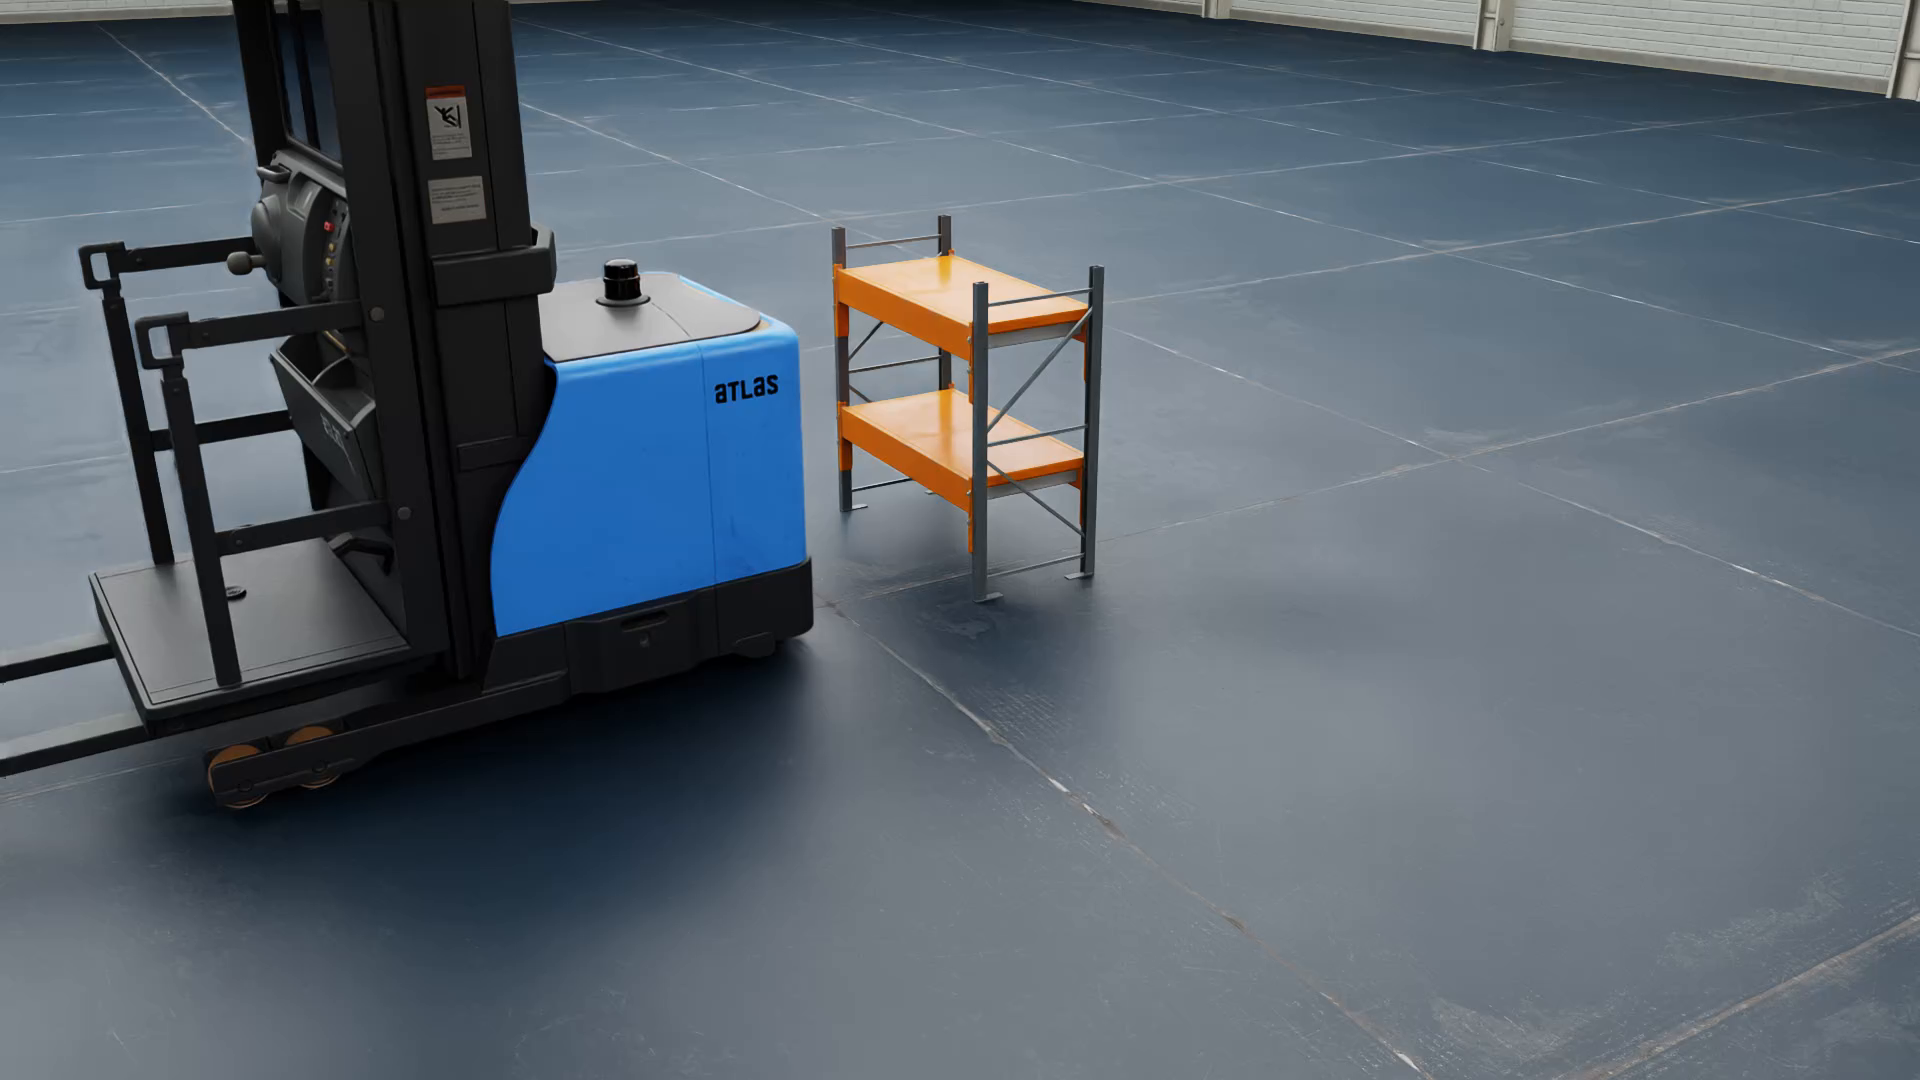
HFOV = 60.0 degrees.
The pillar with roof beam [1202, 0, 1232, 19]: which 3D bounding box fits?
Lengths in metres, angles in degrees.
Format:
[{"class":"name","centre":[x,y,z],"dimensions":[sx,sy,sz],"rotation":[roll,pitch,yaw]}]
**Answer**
[{"class":"pillar with roof beam","centre":[0.574,-12.054,24.018],"dimensions":[9.100,9.000,0.400],"rotation":[-13,25,-28]}]

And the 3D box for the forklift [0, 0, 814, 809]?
[{"class":"forklift","centre":[-1.992,-0.856,4.524],"dimensions":[3.031,2.935,1.130],"rotation":[-14,26,-30]}]

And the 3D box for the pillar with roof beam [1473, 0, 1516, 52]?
[{"class":"pillar with roof beam","centre":[3.639,-10.112,19.239],"dimensions":[9.100,9.000,0.400],"rotation":[-13,25,-28]}]

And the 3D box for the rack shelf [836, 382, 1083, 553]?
[{"class":"rack shelf","centre":[0.003,-0.292,6.186],"dimensions":[0.538,0.278,1.000],"rotation":[-13,25,-28]}]

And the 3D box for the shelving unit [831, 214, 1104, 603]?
[{"class":"shelving unit","centre":[0.003,-0.519,6.094],"dimensions":[0.538,1.125,1.048],"rotation":[-13,25,-28]}]

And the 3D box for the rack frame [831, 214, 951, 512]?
[{"class":"rack frame","centre":[-0.256,-0.683,6.499],"dimensions":[0.500,1.125,0.032],"rotation":[-13,25,-28]}]

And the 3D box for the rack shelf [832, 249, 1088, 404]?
[{"class":"rack shelf","centre":[0.003,-0.790,5.984],"dimensions":[0.538,0.278,1.000],"rotation":[-13,25,-28]}]

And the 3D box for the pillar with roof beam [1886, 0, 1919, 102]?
[{"class":"pillar with roof beam","centre":[6.704,-8.170,14.461],"dimensions":[9.100,9.000,0.400],"rotation":[-13,25,-28]}]

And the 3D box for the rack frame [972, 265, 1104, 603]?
[{"class":"rack frame","centre":[0.263,-0.354,5.689],"dimensions":[0.500,1.125,0.032],"rotation":[-13,25,-28]}]
